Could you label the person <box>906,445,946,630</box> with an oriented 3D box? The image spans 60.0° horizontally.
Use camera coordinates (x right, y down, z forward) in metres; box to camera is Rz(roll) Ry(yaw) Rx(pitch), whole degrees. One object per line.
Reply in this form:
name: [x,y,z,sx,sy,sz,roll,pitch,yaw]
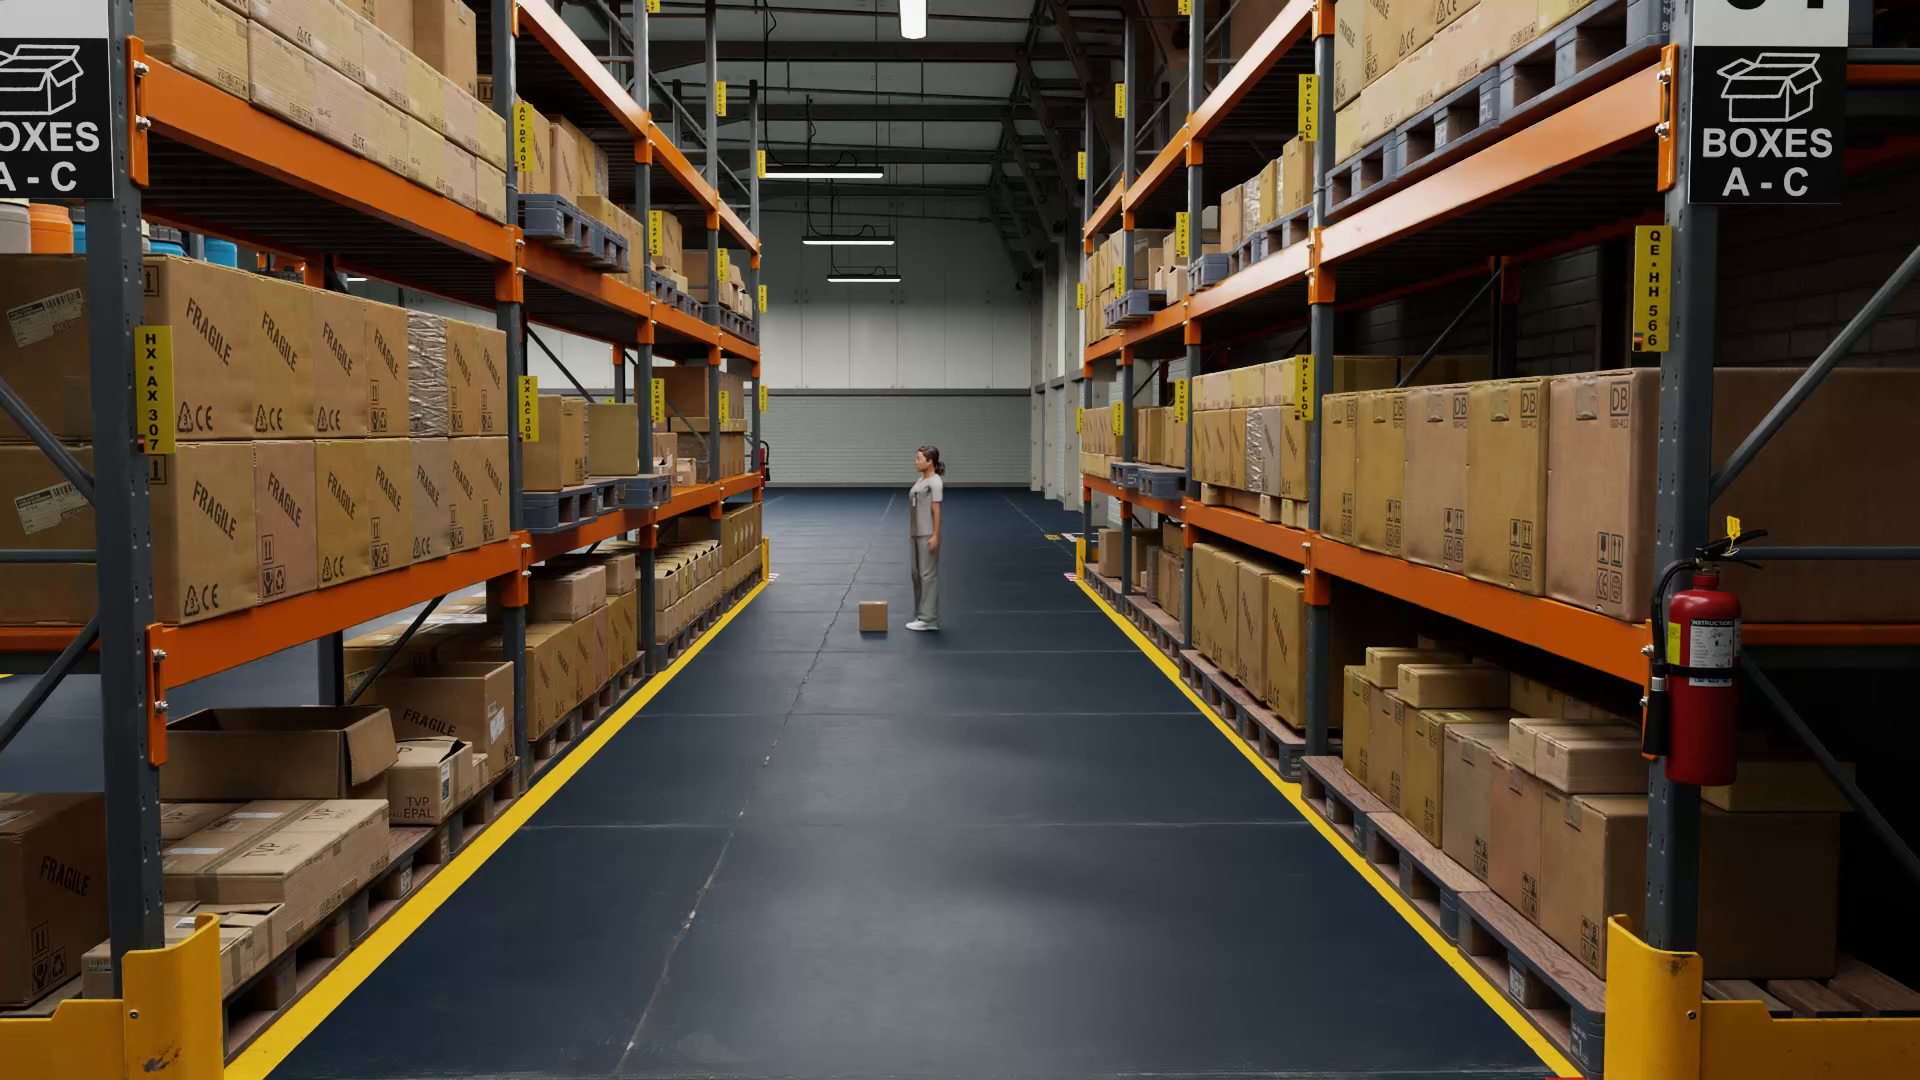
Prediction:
person: [-0.326,-0.007,15.189,0.407,1.712,0.522,-1,4,-18]
